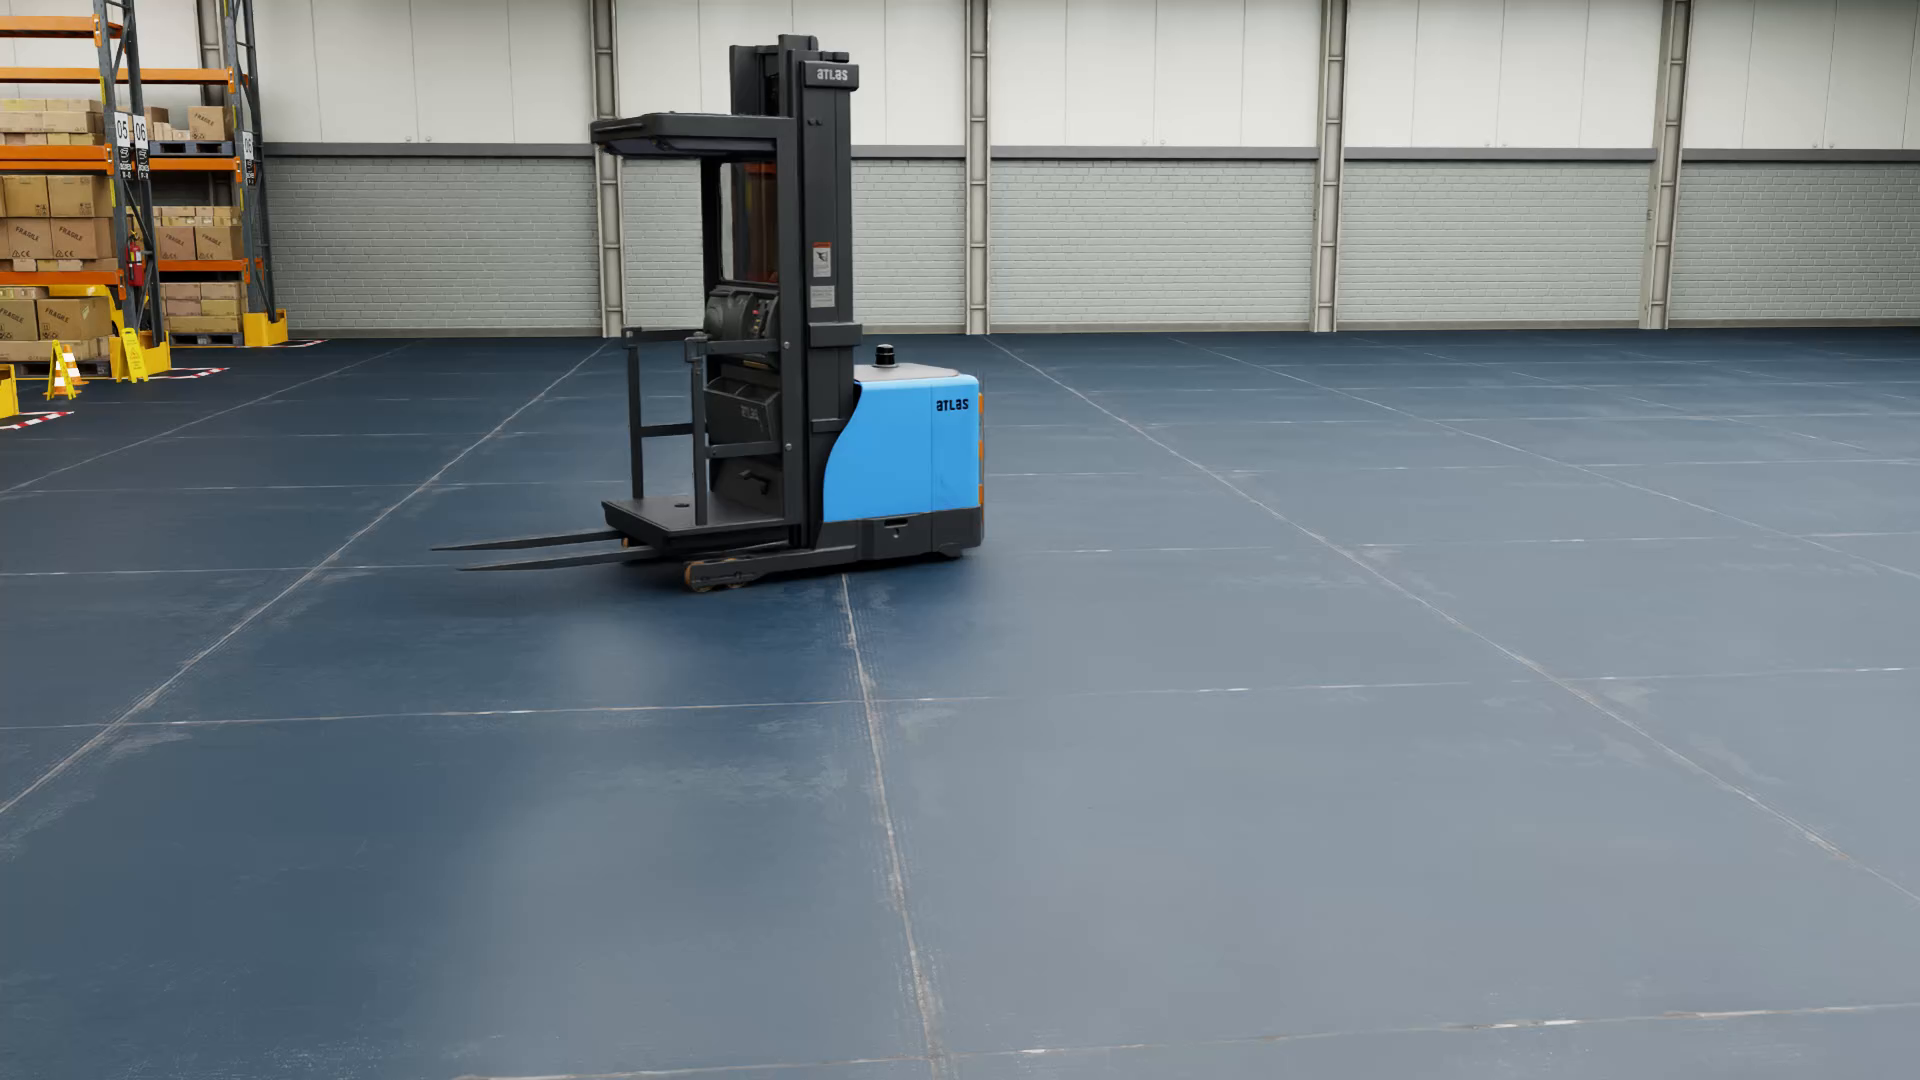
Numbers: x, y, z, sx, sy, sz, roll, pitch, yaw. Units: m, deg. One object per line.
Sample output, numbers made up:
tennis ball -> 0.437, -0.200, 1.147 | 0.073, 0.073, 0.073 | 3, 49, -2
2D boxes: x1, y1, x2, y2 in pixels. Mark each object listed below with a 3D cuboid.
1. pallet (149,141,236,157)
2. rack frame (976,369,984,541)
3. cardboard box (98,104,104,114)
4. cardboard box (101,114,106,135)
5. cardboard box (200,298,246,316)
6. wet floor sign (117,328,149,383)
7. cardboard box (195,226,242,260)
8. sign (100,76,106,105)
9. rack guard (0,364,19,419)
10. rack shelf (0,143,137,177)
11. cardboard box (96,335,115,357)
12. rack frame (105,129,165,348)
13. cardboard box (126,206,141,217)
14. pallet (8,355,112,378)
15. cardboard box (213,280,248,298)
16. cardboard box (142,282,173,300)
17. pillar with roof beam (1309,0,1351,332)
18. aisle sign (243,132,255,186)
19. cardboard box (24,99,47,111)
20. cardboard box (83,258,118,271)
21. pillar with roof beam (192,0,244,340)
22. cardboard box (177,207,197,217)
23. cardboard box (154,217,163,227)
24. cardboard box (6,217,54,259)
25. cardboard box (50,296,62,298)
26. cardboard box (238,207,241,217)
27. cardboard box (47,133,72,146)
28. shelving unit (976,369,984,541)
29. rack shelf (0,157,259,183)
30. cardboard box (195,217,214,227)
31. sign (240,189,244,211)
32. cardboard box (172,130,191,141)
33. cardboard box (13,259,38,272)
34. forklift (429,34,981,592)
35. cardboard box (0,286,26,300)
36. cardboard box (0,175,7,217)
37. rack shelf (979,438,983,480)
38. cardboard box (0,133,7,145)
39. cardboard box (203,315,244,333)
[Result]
pallet -> -11.557, -5.959, 25.358 | 1.213, 0.211, 1.003 | -1, 11, -6
rack frame -> 0.124, -0.530, 10.340 | 0.008, 1.050, 0.200 | -2, 11, -12
cardboard box -> -10.687, -5.360, 20.666 | 0.250, 0.149, 0.380 | -1, 11, -6
cardboard box -> -10.841, -5.174, 20.750 | 0.500, 0.250, 0.500 | -1, 11, -7
cardboard box -> -11.302, -3.573, 25.508 | 0.500, 0.250, 0.500 | -1, 11, -7
wet floor sign -> -10.007, -2.232, 20.050 | 0.232, 0.644, 0.267 | 3, 11, 14
cardboard box -> -11.312, -4.529, 25.370 | 0.500, 0.500, 0.500 | -1, 11, -7
sign -> -10.272, -5.388, 19.928 | 0.005, 0.325, 0.100 | -1, 11, -6
rack guard -> -9.653, -1.416, 16.273 | 0.348, 0.500, 1.175 | -1, 11, -6
rack shelf -> -12.300, -4.666, 20.415 | 4.000, 0.370, 1.077 | -1, 11, -6
cardboard box -> -11.144, -2.482, 21.256 | 0.500, 0.250, 0.500 | -1, 11, -7
rack frame -> -10.312, -3.589, 20.847 | 0.127, 3.000, 1.000 | -1, 11, -6
cardboard box -> -12.443, -4.960, 25.111 | 0.250, 0.149, 0.380 | -1, 11, -5
pallet -> -11.199, -2.209, 21.056 | 1.213, 0.211, 1.003 | -1, 11, -6
cardboard box -> -11.350, -3.914, 25.950 | 0.500, 0.250, 0.500 | -1, 11, -7
cardboard box -> -12.283, -3.794, 25.341 | 0.500, 0.250, 0.500 | -1, 11, -5
pillar with roof beam -> 6.718, -7.192, 23.623 | 0.400, 9.000, 9.100 | -1, 11, -6
aisle sign -> -10.755, -5.761, 25.158 | 0.004, 0.787, 0.394 | -1, 11, -6
cardboard box -> -11.128, -5.258, 20.146 | 0.250, 0.149, 0.380 | -1, 11, -7
cardboard box -> -10.661, -3.417, 20.623 | 0.250, 0.149, 0.380 | -1, 11, -4
pillar with roof beam -> -11.176, -6.817, 21.716 | 0.400, 9.000, 9.100 | -1, 11, -6
cardboard box -> -11.684, -4.984, 25.233 | 0.250, 0.149, 0.380 | -1, 11, -5
cardboard box -> -12.190, -4.825, 25.193 | 0.250, 0.149, 0.380 | -2, 11, -8
cardboard box -> -11.320, -3.710, 20.434 | 0.500, 0.500, 0.500 | -1, 11, -6
cardboard box -> -11.687, -2.838, 21.121 | 0.500, 0.500, 0.500 | -2, 11, -8
cardboard box -> -11.209, -5.088, 25.760 | 0.250, 0.149, 0.380 | -1, 11, -7
cardboard box -> -10.880, -4.865, 20.213 | 0.250, 0.149, 0.380 | -1, 11, -6
shelving unit -> 0.005, -0.524, 10.314 | 0.252, 1.050, 0.215 | -2, 11, -12
rack shelf -> -12.840, -5.618, 25.256 | 4.000, 0.370, 1.077 | -1, 11, -6
cardboard box -> -11.417, -4.836, 25.250 | 0.250, 0.149, 0.380 | -1, 11, -5
sign -> -10.807, -5.121, 25.023 | 0.005, 0.325, 0.100 | -1, 11, -6
cardboard box -> -11.643, -6.069, 24.989 | 0.250, 0.149, 0.380 | -2, 11, -8
cardboard box -> -11.410, -3.378, 20.425 | 0.250, 0.149, 0.380 | -1, 11, -5
forklift -> -1.407, -1.273, 9.245 | 3.031, 2.935, 1.130 | -6, 13, -30
cardboard box -> -11.688, -3.040, 20.469 | 0.250, 0.149, 0.380 | -1, 11, -5
cardboard box -> -11.796, -4.182, 20.244 | 0.500, 0.500, 0.700 | -1, 11, -7
rack shelf -> 0.005, -0.514, 10.316 | 0.240, 0.259, 0.215 | -2, 11, -12
cardboard box -> -11.650, -4.859, 20.183 | 0.250, 0.149, 0.380 | -1, 11, -7
cardboard box -> -11.285, -3.327, 25.555 | 0.500, 0.250, 0.500 | -1, 11, -6
